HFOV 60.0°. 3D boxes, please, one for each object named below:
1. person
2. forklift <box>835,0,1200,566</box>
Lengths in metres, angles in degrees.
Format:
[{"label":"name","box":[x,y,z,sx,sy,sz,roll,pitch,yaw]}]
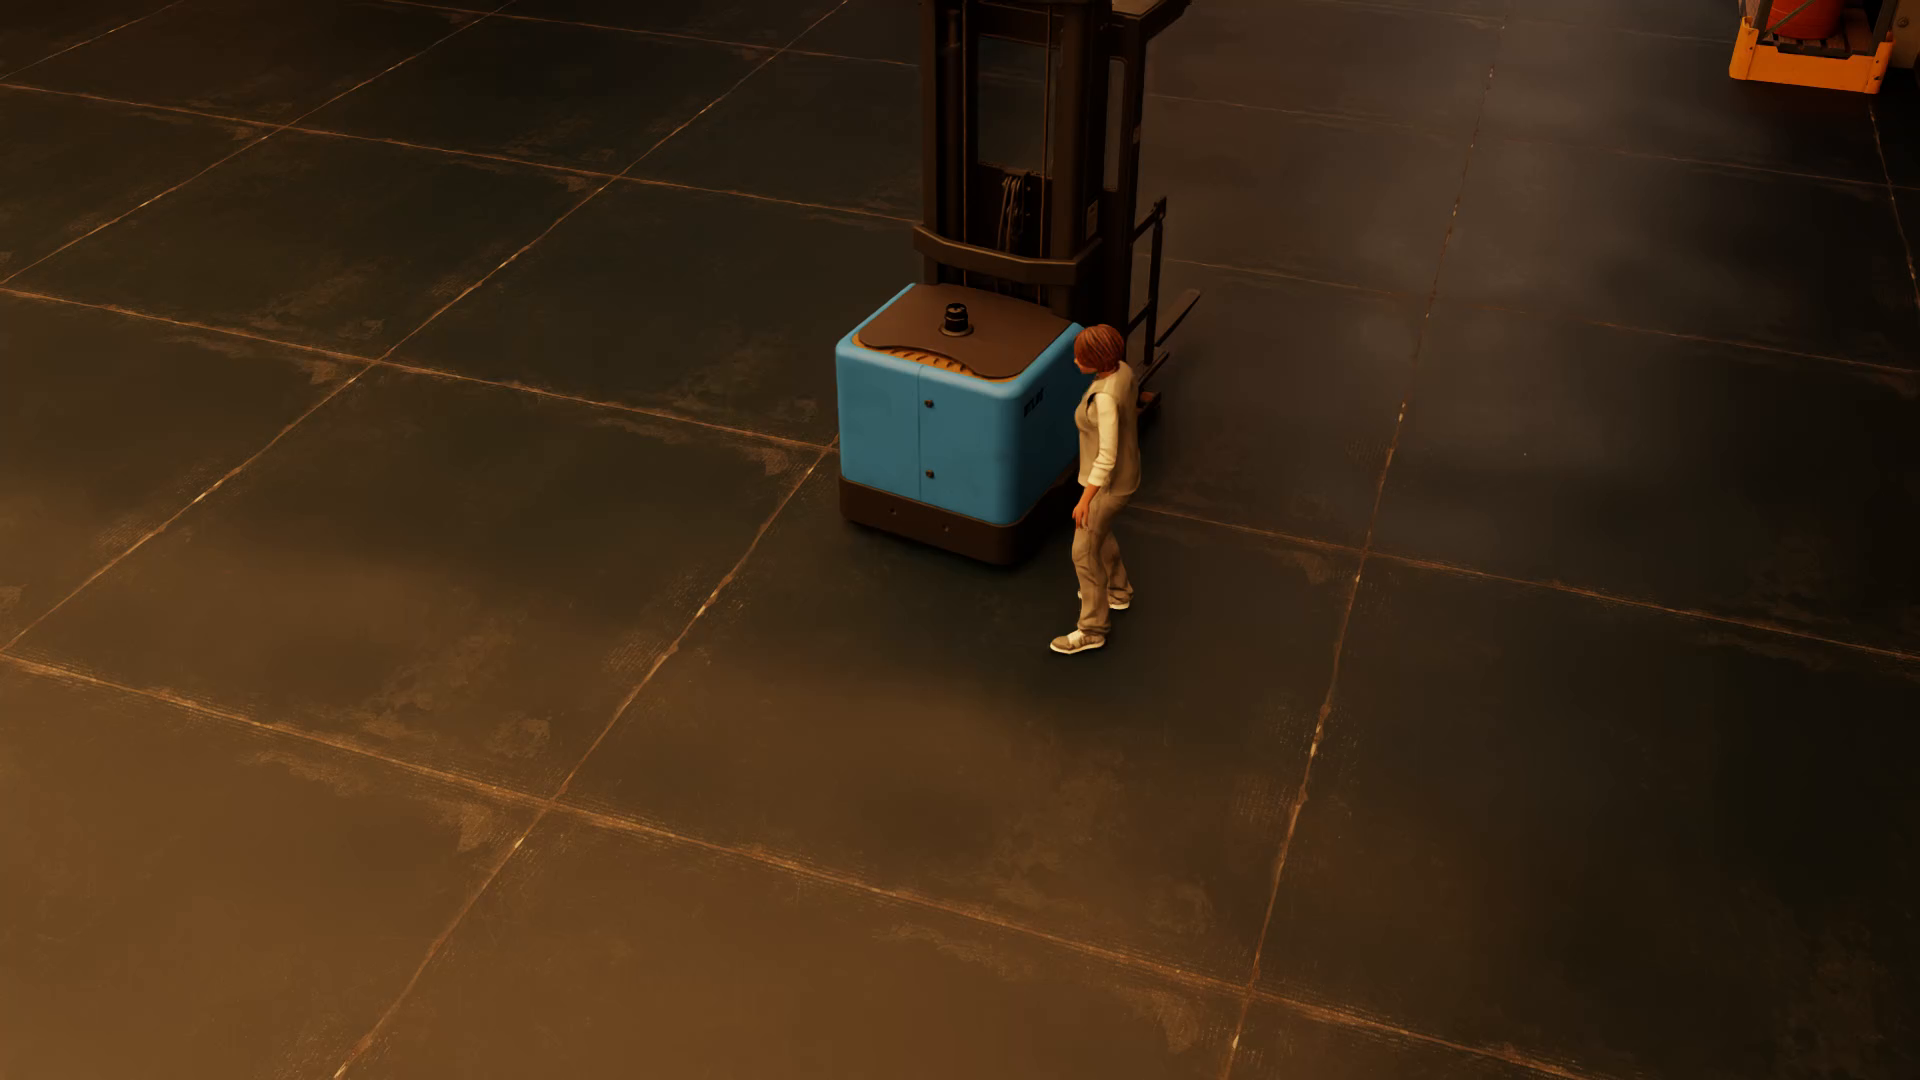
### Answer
[{"label":"person","box":[0.662,-0.271,7.676,0.341,1.569,0.678,7,36,10]},{"label":"forklift","box":[0.508,-1.901,8.792,1.130,2.935,3.031,17,39,23]}]
